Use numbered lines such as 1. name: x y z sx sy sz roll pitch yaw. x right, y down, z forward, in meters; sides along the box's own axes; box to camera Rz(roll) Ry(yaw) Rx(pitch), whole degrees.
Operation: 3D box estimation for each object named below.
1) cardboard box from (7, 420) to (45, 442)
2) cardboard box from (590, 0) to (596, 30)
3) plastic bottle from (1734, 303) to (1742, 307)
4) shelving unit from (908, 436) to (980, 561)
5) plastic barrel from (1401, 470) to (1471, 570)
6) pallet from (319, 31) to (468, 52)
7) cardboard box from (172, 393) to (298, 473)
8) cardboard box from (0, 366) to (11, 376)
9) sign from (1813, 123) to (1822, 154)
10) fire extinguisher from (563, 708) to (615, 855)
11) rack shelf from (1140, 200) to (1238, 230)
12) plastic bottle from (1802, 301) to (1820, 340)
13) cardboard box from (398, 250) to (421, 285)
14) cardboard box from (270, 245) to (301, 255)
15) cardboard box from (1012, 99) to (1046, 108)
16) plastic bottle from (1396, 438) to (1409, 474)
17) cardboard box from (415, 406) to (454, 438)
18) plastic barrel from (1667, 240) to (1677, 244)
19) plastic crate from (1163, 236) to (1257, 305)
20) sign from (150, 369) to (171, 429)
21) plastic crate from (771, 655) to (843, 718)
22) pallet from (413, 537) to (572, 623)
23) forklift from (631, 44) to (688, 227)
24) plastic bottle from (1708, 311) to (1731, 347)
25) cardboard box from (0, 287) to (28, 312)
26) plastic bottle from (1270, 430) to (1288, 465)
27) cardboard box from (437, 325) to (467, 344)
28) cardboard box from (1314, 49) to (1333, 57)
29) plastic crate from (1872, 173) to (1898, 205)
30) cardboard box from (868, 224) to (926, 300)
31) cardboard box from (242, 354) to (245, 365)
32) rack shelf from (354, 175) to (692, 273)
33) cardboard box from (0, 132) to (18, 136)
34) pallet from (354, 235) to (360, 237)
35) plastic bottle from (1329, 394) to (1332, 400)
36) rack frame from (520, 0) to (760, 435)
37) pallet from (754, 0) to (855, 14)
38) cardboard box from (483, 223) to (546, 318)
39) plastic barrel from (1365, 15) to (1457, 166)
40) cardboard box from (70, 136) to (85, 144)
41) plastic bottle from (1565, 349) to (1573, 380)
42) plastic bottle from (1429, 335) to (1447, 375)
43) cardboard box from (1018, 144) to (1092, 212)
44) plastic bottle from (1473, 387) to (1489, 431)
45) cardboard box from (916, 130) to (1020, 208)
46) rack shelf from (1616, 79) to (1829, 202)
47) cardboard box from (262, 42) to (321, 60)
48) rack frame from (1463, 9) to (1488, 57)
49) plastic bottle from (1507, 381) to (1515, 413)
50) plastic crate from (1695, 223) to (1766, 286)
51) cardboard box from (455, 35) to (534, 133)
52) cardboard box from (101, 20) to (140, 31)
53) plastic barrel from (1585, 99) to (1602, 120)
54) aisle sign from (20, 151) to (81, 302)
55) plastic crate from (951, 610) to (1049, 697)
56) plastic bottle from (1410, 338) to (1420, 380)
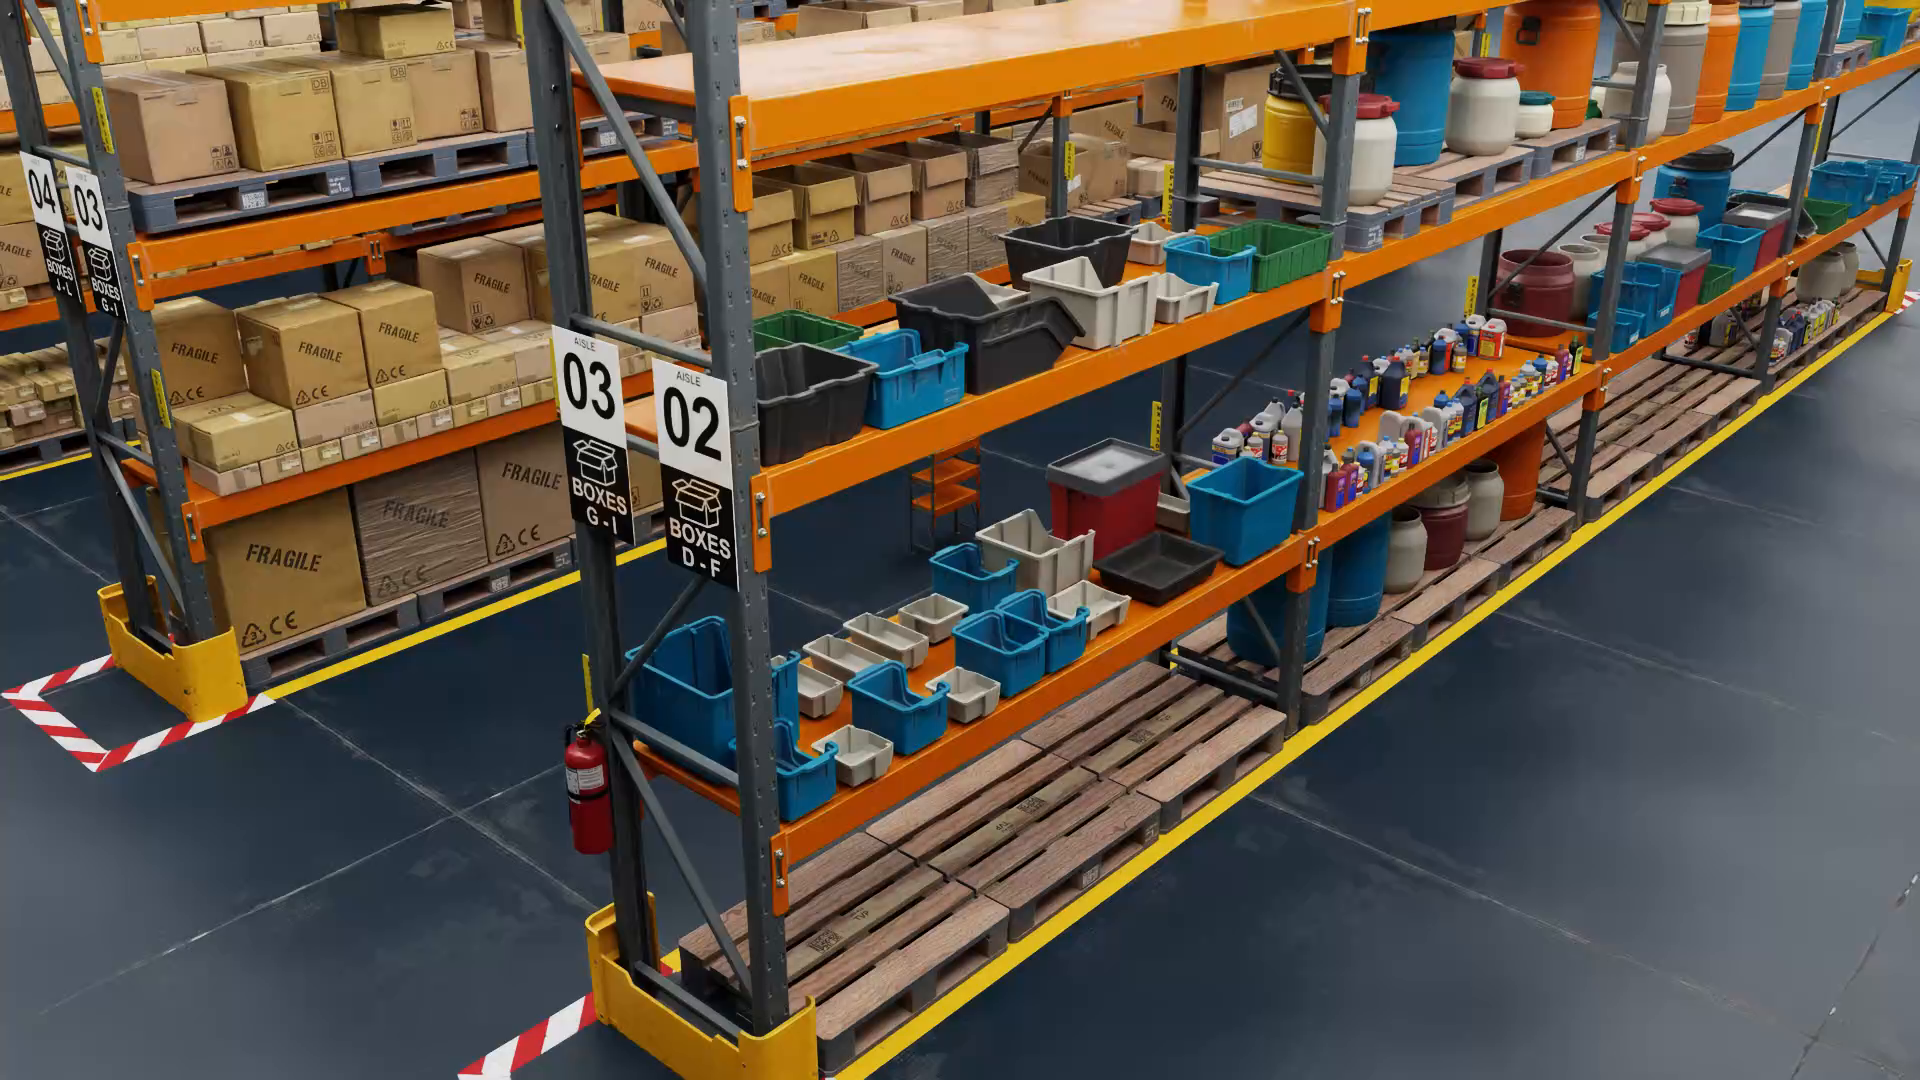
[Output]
1. cardboard box: -7.722 -0.948 13.639 0.380 0.149 0.250 20 31 37
2. cardboard box: -3.937 -5.184 16.328 0.500 0.500 0.500 20 31 38
3. plastic bottle: 7.570 -2.239 16.340 0.152 0.276 0.135 21 31 38
4. shelving unit: -0.110 -0.497 11.863 0.258 1.200 0.503 20 31 38
5. plastic barrel: 3.163 -0.176 11.381 0.600 0.588 0.708 20 31 38
6. pallet: -5.263 -4.543 15.251 1.213 0.211 1.003 20 31 38
7. cardboard box: -4.276 -0.637 9.796 0.500 0.250 0.500 19 30 36
8. cardboard box: -8.049 -1.336 13.779 0.380 0.149 0.250 21 32 38
9. sign: 9.163 -4.298 17.801 0.100 0.325 0.005 20 31 38
10. fire extinguisher: -1.548 0.982 6.914 0.296 0.674 0.183 20 31 38
11. rack shelf: 1.877 -3.216 16.606 1.077 0.370 4.000 20 31 38
12. plastic bottle: 8.157 -2.113 15.967 0.144 0.351 0.185 20 31 37
13. cardboard box: -5.064 -2.647 16.085 0.500 0.250 0.500 19 30 35
14. cardboard box: -6.084 -2.662 14.799 0.380 0.149 0.250 22 32 39
15. cardboard box: 0.621 -6.029 21.818 0.875 0.550 0.550 20 31 38
16. plastic bottle: 2.625 -0.509 9.932 0.097 0.201 0.097 0 24 0
17. cardboard box: -3.458 -0.793 10.631 0.380 0.149 0.250 20 31 37
18. plastic barrel: 5.902 -2.377 14.024 0.301 0.262 0.301 0 24 0
19. plastic crate: 1.191 -1.291 7.973 0.416 0.233 0.300 20 31 38
20. sign: -4.388 -0.775 9.129 0.100 0.325 0.005 20 31 38
21. plastic crate: -0.700 0.650 7.354 0.396 0.136 0.243 20 31 38
22. pallet: -3.508 0.140 11.651 1.003 0.211 1.213 20 31 38
23. forklift: -2.428 -3.260 15.909 1.130 2.935 3.031 5 25 11
24. plastic bottle: 7.222 -2.029 15.779 0.144 0.351 0.185 20 31 38
25. cardboard box: -7.605 -1.933 13.174 0.380 0.149 0.250 19 30 36
26. plastic bottle: 1.932 -0.564 10.056 0.097 0.201 0.097 0 24 0
27. cardboard box: -3.649 -1.254 11.172 0.500 0.250 0.500 20 31 38
28. cardboard box: 4.034 -5.011 18.024 0.500 0.500 0.500 20 31 38
29. plastic crate: 9.021 -3.521 16.590 0.499 0.251 0.408 20 31 38
30. cardboard box: -0.625 -2.298 13.558 0.500 0.500 0.500 21 32 38
31. cardboard box: -6.461 -1.640 14.820 0.380 0.149 0.250 21 32 39
32. rack shelf: -4.419 -3.382 16.978 1.077 0.370 4.000 20 31 38
33. cardboard box: -9.966 -4.098 17.573 0.500 0.500 0.500 19 31 36
34. pallet: -7.420 -4.149 21.216 1.003 0.211 1.213 20 31 38
35. plastic bottle: 2.253 -0.821 10.538 0.152 0.276 0.135 20 31 38
36. rack frame: -1.109 -1.882 5.420 1.000 3.000 0.127 20 31 38
37. pallet: -1.950 -6.155 18.846 1.003 0.211 1.213 22 32 40
38. cardboard box: -2.972 -1.901 11.699 0.500 0.500 0.500 20 31 38
39. plastic barrel: 2.586 -2.714 9.817 0.600 0.901 0.708 20 31 38
40. cardboard box: -6.893 -3.048 13.646 0.500 0.500 0.500 19 30 36
41. plastic bottle: 4.187 -1.222 11.523 0.097 0.201 0.097 0 24 0
42. plastic bottle: 3.339 -1.295 11.599 0.097 0.271 0.097 0 24 0
43. cardboard box: 0.872 -3.347 15.385 0.500 0.500 0.500 16 29 31
44. plastic bottle: 3.303 -0.844 10.580 0.061 0.283 0.133 20 31 38
45. cardboard box: 0.042 -3.220 14.388 0.797 0.503 0.637 21 32 39
46. rack shelf: 5.565 -3.232 12.976 1.077 0.370 4.000 20 31 38
47. cardboard box: -5.881 -4.178 14.390 0.500 0.250 0.500 21 32 39
48. rack frame: 5.881 -5.372 20.536 1.000 3.000 0.127 20 31 38
49. plastic bottle: 3.579 -0.944 10.903 0.097 0.201 0.097 0 24 0
50. plastic crate: 6.395 -2.373 13.866 0.392 0.384 0.575 20 31 38
51. cardboard box: -2.968 -2.950 10.710 0.700 0.500 0.500 22 32 40
52. cardboard box: -6.757 -4.158 13.246 0.380 0.149 0.250 20 31 37
53. plastic barrel: 4.357 -2.969 11.701 0.294 0.245 0.294 0 24 0
54. aisle sign: -5.069 -1.744 9.266 0.394 0.787 0.004 20 31 38
55. plastic crate: 0.180 0.518 7.532 0.416 0.233 0.300 20 31 38
56. plastic bottle: 3.115 -1.246 11.476 0.061 0.283 0.133 20 31 38
